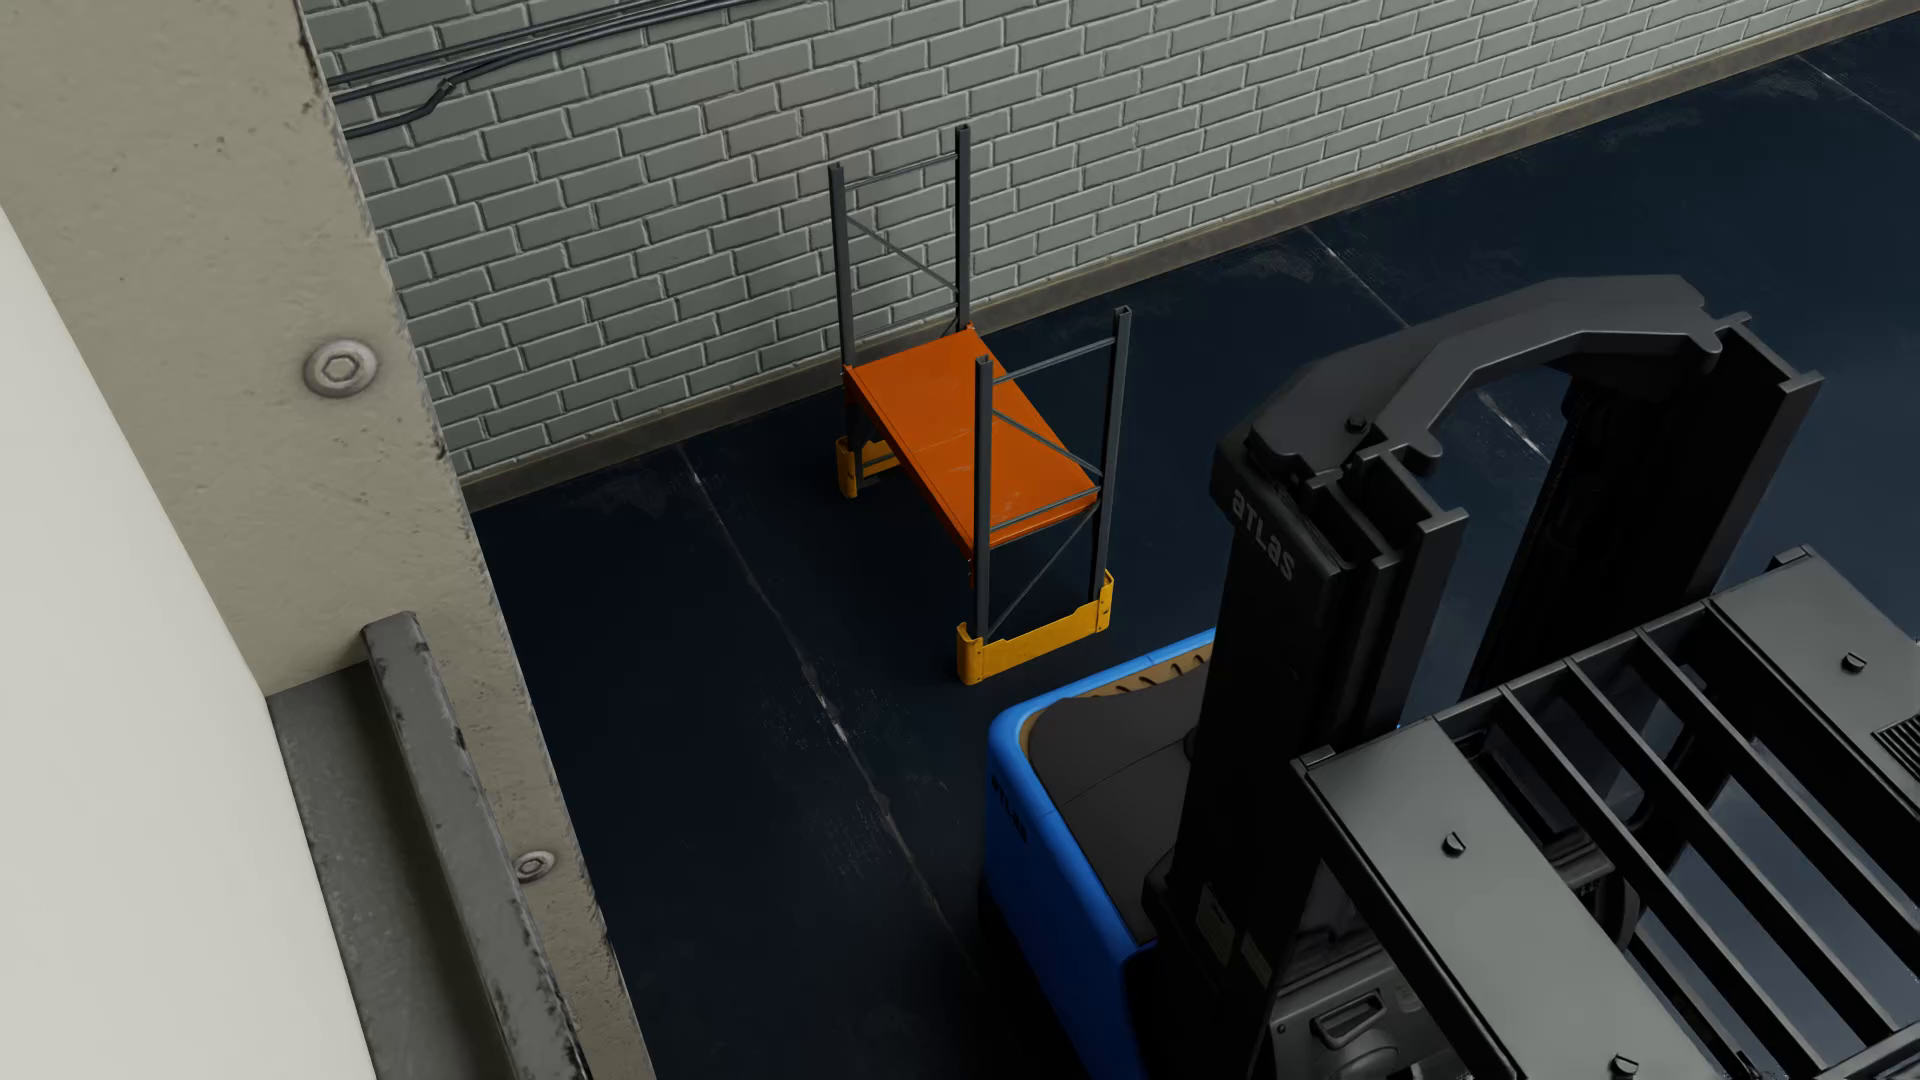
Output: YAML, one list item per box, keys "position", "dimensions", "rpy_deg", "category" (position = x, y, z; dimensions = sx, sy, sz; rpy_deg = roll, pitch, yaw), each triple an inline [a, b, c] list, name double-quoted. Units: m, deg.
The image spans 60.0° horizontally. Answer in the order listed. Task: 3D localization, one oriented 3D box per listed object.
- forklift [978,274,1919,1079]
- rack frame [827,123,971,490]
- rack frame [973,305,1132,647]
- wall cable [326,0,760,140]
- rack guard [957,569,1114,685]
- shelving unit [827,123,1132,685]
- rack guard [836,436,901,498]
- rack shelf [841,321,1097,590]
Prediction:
- position: [1.140, 1.061, 3.373]
  dimensions: [1.130, 2.935, 3.031]
  rpy_deg: [-20, 52, -16]
  category: "forklift"
- position: [-0.194, -0.777, 5.931]
  dimensions: [0.500, 1.500, 0.032]
  rpy_deg: [-21, 52, -18]
  category: "rack frame"
- position: [0.272, -0.096, 5.335]
  dimensions: [0.500, 1.500, 0.032]
  rpy_deg: [-21, 52, -18]
  category: "rack frame"
- position: [-1.083, -2.330, 4.370]
  dimensions: [3.097, 2.526, 0.112]
  rpy_deg: [-21, 52, -18]
  category: "wall cable"
- position: [0.263, 0.302, 5.817]
  dimensions: [0.587, 0.250, 0.087]
  rpy_deg: [-21, 52, -18]
  category: "rack guard"
- position: [0.035, -0.443, 5.638]
  dimensions: [0.587, 1.500, 1.083]
  rpy_deg: [-21, 52, -18]
  category: "shelving unit"
- position: [-0.193, -0.365, 6.400]
  dimensions: [0.587, 0.250, 0.087]
  rpy_deg: [-21, 52, -18]
  category: "rack guard"
- position: [0.039, -0.318, 5.768]
  dimensions: [0.538, 0.185, 1.000]
  rpy_deg: [-21, 52, -18]
  category: "rack shelf"
